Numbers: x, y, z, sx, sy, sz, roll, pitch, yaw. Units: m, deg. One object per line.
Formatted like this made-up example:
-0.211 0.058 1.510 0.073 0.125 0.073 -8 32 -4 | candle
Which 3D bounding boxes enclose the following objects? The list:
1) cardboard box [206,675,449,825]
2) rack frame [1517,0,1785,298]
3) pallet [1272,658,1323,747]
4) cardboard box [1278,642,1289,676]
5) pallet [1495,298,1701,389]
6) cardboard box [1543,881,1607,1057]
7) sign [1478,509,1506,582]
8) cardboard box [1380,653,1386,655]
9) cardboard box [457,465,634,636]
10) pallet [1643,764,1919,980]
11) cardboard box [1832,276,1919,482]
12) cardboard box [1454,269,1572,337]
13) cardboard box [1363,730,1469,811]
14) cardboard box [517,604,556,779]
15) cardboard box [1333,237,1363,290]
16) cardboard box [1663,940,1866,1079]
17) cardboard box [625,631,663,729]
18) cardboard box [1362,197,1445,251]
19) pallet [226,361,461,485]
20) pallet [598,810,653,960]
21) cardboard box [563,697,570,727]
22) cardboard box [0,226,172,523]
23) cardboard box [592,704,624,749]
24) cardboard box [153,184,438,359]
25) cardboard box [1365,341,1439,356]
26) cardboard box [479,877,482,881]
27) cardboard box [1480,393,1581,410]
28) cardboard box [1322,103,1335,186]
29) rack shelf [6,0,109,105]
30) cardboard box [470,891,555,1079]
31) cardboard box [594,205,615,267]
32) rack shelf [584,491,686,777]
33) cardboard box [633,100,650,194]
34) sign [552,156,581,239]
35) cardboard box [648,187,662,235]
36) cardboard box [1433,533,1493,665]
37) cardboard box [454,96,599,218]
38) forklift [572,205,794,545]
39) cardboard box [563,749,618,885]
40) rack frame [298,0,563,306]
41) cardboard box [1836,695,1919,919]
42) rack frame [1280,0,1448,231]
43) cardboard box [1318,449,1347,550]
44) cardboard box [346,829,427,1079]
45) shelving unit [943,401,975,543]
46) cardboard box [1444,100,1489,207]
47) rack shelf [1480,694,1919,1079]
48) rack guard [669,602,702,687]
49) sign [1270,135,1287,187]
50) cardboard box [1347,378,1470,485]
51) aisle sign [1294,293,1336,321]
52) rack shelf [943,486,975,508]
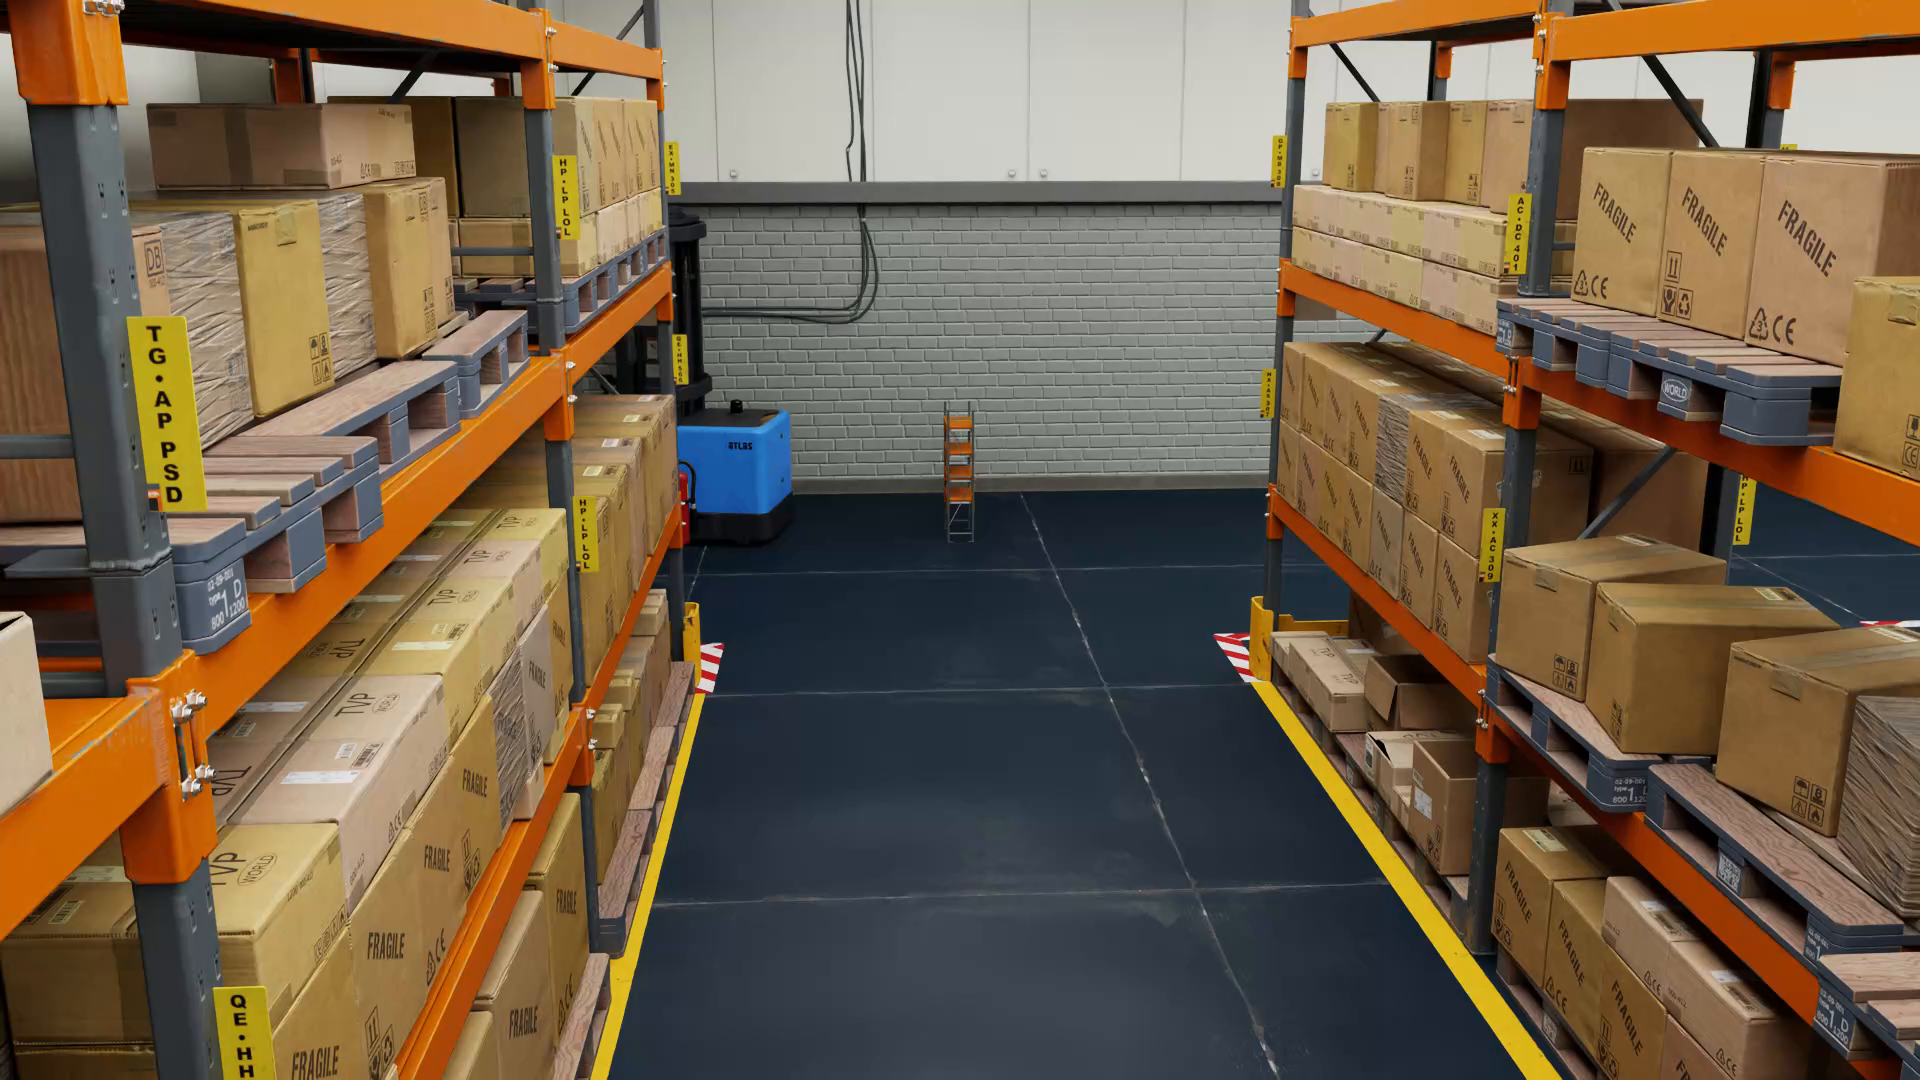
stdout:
-1.696 0.565 4.470 0.500 0.250 0.500 -1 14 -3 | cardboard box
2.840 -2.473 6.578 1.000 3.000 0.127 -1 14 -3 | rack frame
2.647 1.006 10.695 1.003 0.211 1.213 -1 14 -3 | pallet
2.291 0.768 10.823 0.380 0.166 0.250 -1 14 -3 | cardboard box
2.811 -0.766 6.341 1.213 0.211 1.003 -1 14 -3 | pallet
2.671 1.687 6.585 0.500 0.500 0.500 -1 14 -3 | cardboard box
2.299 0.024 7.178 0.100 0.325 0.005 -1 14 -3 | sign
2.807 0.830 10.582 0.380 0.166 0.250 -1 14 -3 | cardboard box
-2.161 0.048 8.218 0.980 0.700 0.700 -1 14 -5 | cardboard box
2.963 1.037 5.363 1.003 0.211 1.213 -1 14 -3 | pallet
2.964 -0.438 4.488 0.910 0.500 0.500 -1 14 -3 | cardboard box
2.545 -1.064 7.424 0.500 0.250 0.500 -1 14 -3 | cardboard box
2.475 1.198 8.864 0.500 0.311 0.500 -1 14 -3 | cardboard box
-1.782 0.545 6.049 0.500 0.500 0.500 -1 14 -3 | cardboard box
2.421 -1.562 9.358 0.500 0.250 0.500 -1 14 -3 | cardboard box
2.721 1.564 5.555 0.500 0.250 0.500 -1 14 -4 | cardboard box
-2.177 0.819 9.996 0.700 0.500 0.500 -1 14 -4 | cardboard box
2.453 -1.680 8.812 0.500 0.250 0.500 -1 14 -3 | cardboard box
-2.021 -0.294 4.508 1.003 0.211 1.213 0 14 -1 | pallet
-2.073 1.670 8.112 1.003 0.211 1.213 -1 14 -3 | pallet
-1.800 0.702 6.744 0.380 0.149 0.250 -1 14 -3 | cardboard box
-1.943 -0.327 3.174 0.700 0.500 0.500 -2 15 -8 | cardboard box
-1.887 0.927 8.274 0.380 0.149 0.250 0 14 -2 | cardboard box
-2.060 -0.846 5.192 0.700 0.500 0.500 -1 14 -4 | cardboard box
2.894 -0.988 10.641 0.500 0.500 0.500 -1 14 -4 | cardboard box
-1.765 1.018 5.513 0.380 0.149 0.250 -1 14 -5 | cardboard box
3.028 -0.478 8.656 0.500 0.500 0.500 -1 14 -5 | cardboard box
2.641 -2.420 10.185 0.700 0.500 0.500 -1 14 -3 | cardboard box
-1.732 -0.361 0.617 1.077 0.370 4.000 -1 14 -3 | rack shelf
-1.876 1.728 5.761 0.750 0.750 0.750 0 14 -2 | cardboard box
-1.901 -1.425 7.782 0.500 0.250 0.500 -1 14 -5 | cardboard box
-2.228 0.361 9.047 1.077 0.370 4.000 -1 14 -3 | rack shelf
-2.014 -2.177 9.202 0.500 0.500 0.500 0 14 -2 | cardboard box
-1.563 -1.356 6.589 0.100 0.325 0.005 -1 14 -3 | sign
-2.041 -1.939 9.779 0.500 0.250 0.500 0 14 -2 | cardboard box
2.553 0.264 7.781 0.500 0.500 0.500 -1 14 -3 | cardboard box
-1.868 -1.667 7.217 0.500 0.500 0.500 -1 14 -4 | cardboard box
-3.121 -1.521 15.056 3.031 2.935 1.130 2 15 8 | forklift
-2.048 1.330 8.013 0.700 0.500 0.500 -1 14 -3 | cardboard box
-2.104 -2.395 6.277 1.000 3.000 0.127 -1 14 -3 | rack frame
3.070 0.790 4.892 0.700 0.500 0.500 2 15 7 | cardboard box
2.592 -3.468 10.444 1.000 3.000 0.127 -1 14 -3 | rack frame
2.422 -0.243 9.751 0.500 0.500 0.500 -1 14 -4 | cardboard box
-1.654 1.047 4.098 0.500 0.500 0.500 0 14 -2 | cardboard box
-0.010 -0.622 15.037 0.258 1.200 0.503 -1 14 -3 | shelving unit
2.845 -1.924 8.257 0.700 0.500 0.500 -1 14 -3 | cardboard box
2.964 1.278 5.482 1.077 0.370 4.000 -1 14 -3 | rack shelf
-2.353 0.720 11.226 1.175 0.500 0.348 -1 14 -3 | rack guard
2.051 -2.430 10.676 0.100 0.325 0.005 -1 14 -3 | sign
2.455 -0.600 9.130 0.500 0.500 0.500 -1 14 -4 | cardboard box
2.295 -1.834 10.916 0.394 0.787 0.004 -1 14 -3 | aisle sign
-0.010 -0.365 15.103 0.258 0.148 0.480 -1 14 -3 | rack shelf
